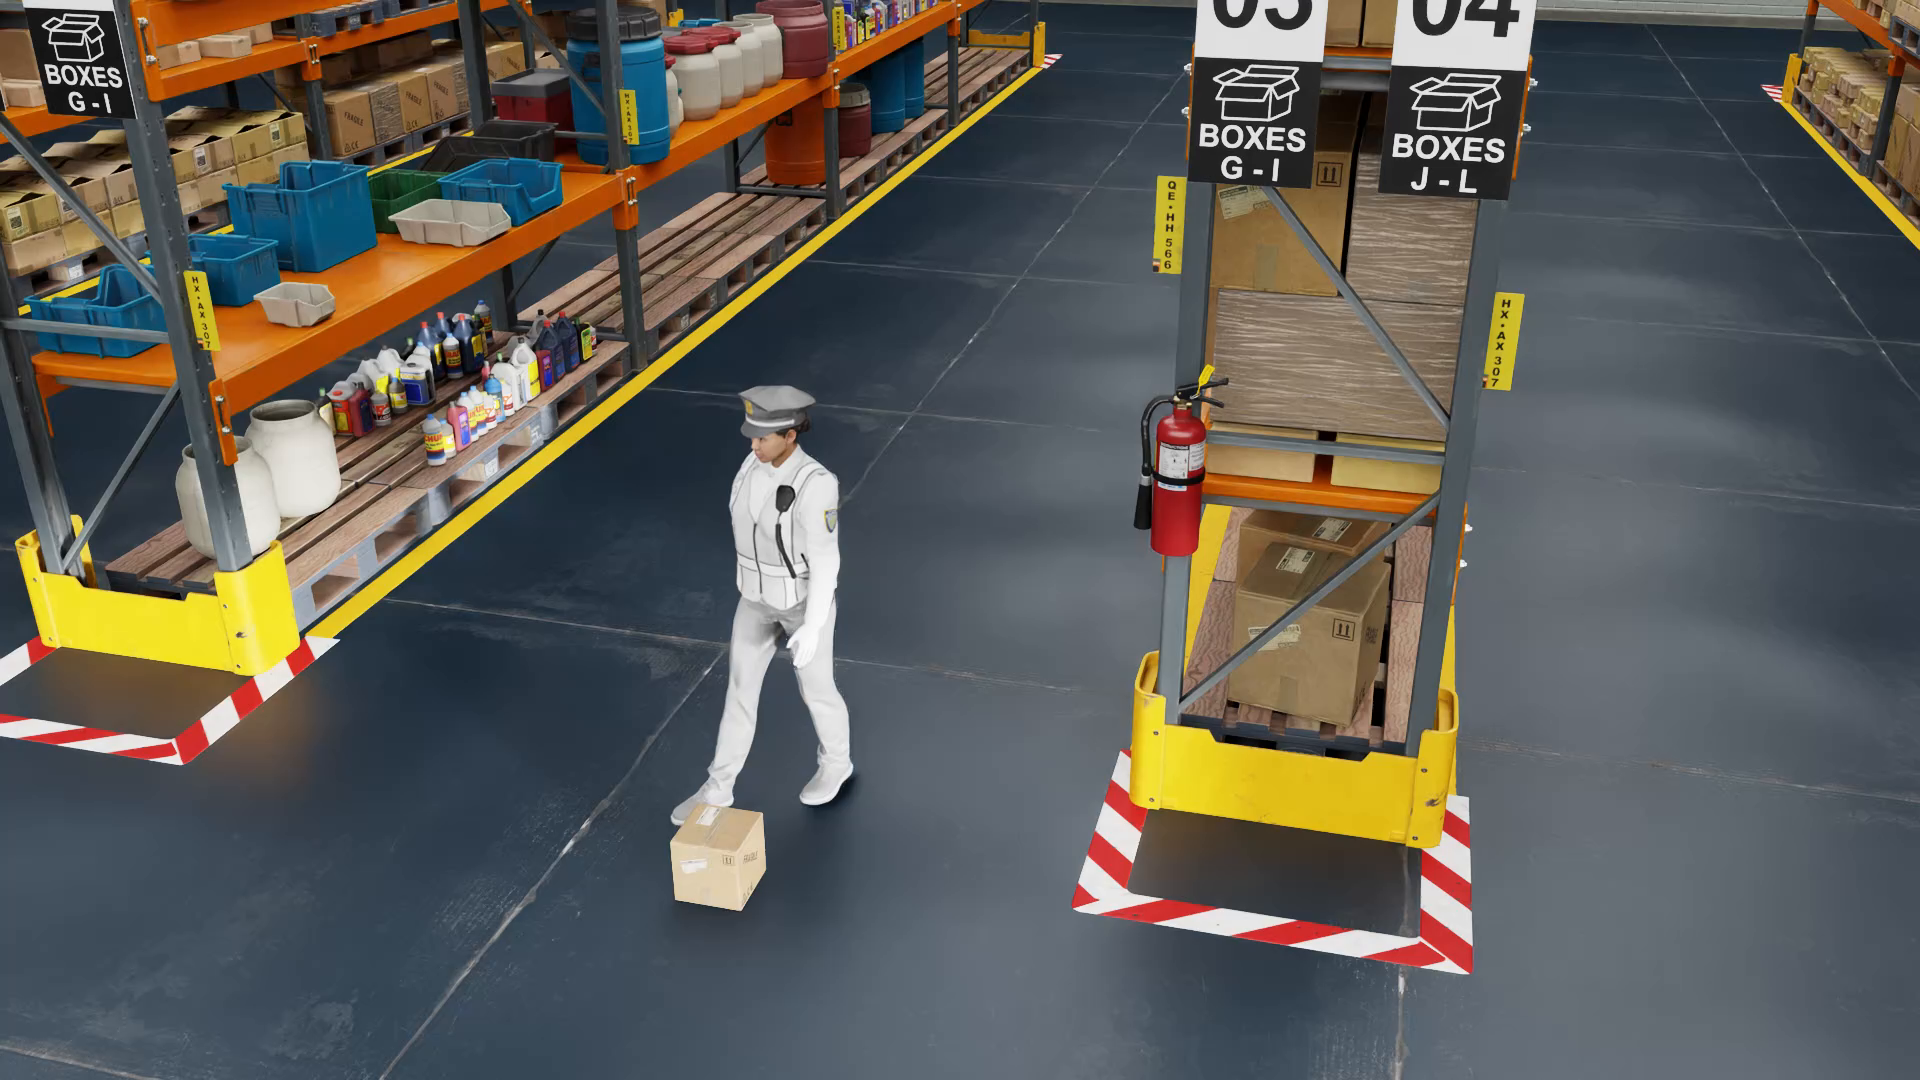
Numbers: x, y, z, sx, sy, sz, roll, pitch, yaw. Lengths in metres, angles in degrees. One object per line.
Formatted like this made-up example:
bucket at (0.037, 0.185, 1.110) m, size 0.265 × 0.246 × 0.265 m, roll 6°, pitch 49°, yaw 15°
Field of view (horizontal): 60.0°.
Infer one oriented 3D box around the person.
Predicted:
person at (-0.708, 0.282, 5.992) m, size 0.499 × 1.659 × 0.721 m, roll 17°, pitch 30°, yaw 31°
